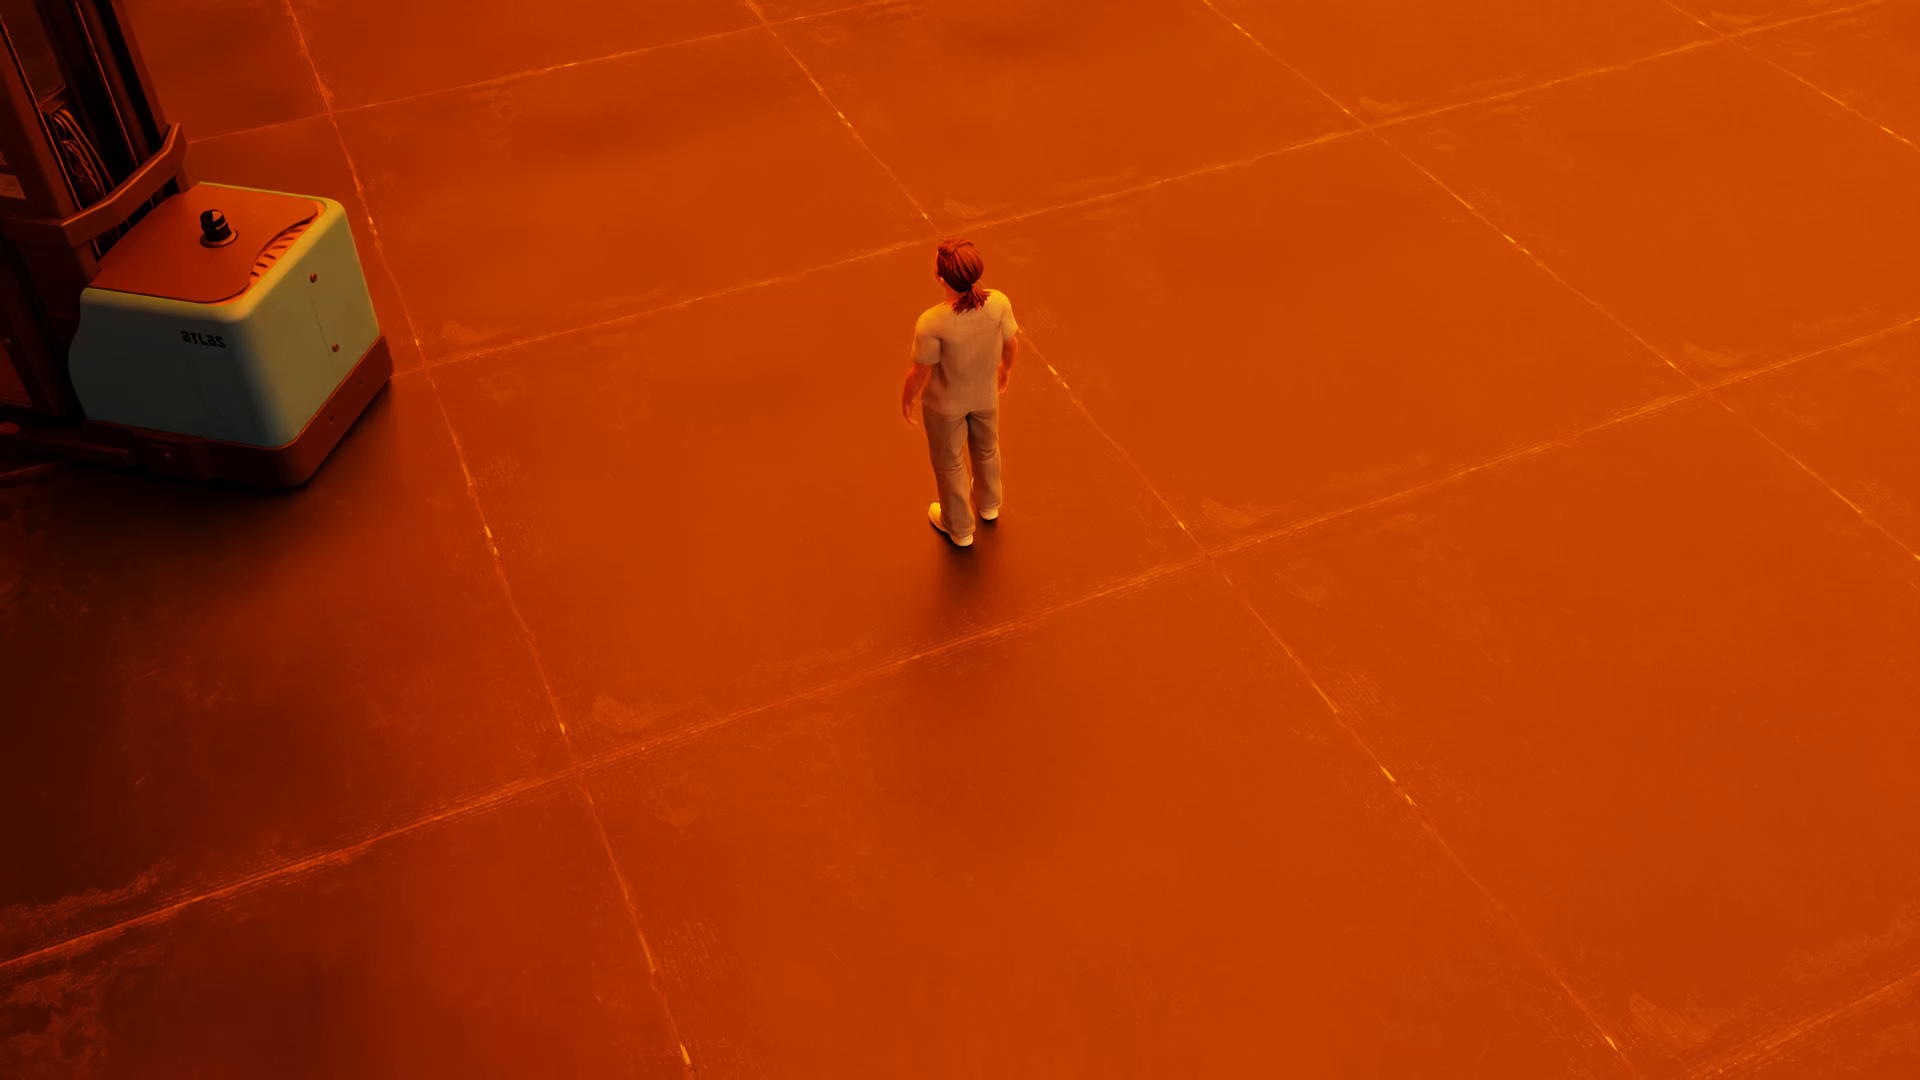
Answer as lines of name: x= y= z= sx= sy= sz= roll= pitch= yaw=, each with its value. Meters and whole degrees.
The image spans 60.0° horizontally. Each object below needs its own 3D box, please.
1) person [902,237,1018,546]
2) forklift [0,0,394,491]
person: x=-0.018 y=-0.667 z=7.305 sx=0.549 sy=1.675 sz=0.549 roll=-18 pitch=46 yaw=-18
forklift: x=-4.523 y=-1.836 z=7.648 sx=3.031 sy=2.935 sz=1.130 roll=9 pitch=44 yaw=9
